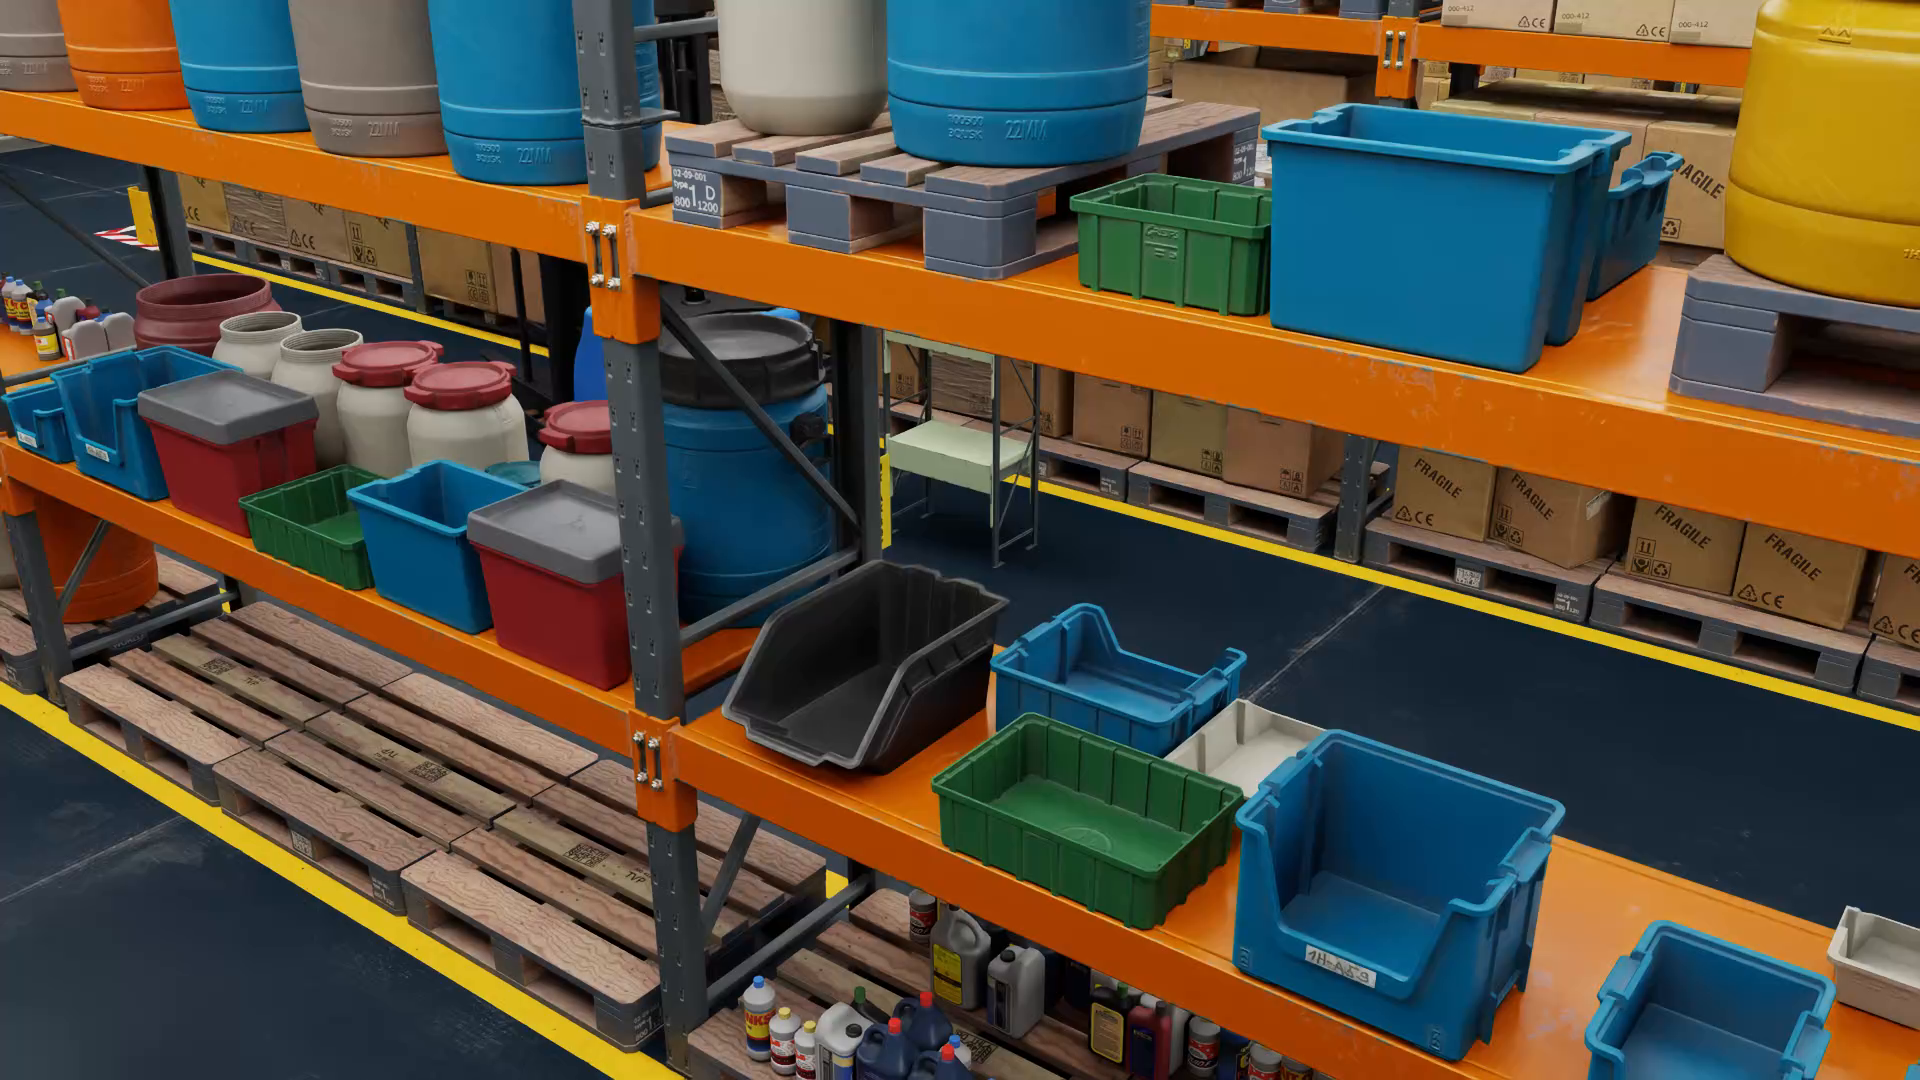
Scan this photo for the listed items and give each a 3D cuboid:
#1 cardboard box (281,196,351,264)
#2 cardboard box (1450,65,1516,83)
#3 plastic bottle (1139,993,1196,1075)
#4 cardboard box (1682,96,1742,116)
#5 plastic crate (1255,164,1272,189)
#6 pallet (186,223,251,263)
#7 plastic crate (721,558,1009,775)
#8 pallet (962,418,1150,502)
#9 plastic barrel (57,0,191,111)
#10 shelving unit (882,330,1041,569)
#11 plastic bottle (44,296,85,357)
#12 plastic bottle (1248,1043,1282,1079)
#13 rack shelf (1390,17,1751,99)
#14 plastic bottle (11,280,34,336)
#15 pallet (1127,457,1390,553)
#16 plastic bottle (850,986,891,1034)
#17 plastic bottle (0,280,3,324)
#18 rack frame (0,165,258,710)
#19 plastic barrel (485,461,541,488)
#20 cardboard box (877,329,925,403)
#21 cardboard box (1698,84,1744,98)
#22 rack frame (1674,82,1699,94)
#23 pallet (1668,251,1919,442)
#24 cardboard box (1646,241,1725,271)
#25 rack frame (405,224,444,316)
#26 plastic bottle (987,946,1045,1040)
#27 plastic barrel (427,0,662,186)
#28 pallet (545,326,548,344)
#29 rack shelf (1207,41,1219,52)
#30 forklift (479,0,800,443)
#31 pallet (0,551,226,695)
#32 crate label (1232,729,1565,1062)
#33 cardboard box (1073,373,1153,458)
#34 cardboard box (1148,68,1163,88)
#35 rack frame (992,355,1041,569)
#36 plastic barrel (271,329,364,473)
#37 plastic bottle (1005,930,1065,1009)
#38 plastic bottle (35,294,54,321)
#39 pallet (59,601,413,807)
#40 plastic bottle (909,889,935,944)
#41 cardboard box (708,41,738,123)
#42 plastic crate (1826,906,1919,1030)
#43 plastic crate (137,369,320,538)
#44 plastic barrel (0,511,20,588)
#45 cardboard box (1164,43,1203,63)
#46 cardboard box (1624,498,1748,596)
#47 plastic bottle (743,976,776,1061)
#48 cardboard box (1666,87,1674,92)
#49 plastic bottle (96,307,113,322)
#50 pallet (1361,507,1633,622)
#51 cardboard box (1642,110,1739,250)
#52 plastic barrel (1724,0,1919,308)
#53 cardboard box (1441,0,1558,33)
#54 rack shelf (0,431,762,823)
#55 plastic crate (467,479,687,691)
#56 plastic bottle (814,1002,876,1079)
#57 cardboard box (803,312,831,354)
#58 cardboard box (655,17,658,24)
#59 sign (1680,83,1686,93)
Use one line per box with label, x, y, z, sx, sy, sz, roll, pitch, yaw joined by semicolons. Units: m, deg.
cardboard box;-5.232;-2.971;14.388;0.875;0.875;0.875;17;29;33
cardboard box;4.208;-3.857;12.920;0.500;0.500;0.700;17;29;34
plastic bottle;0.627;1.457;5.055;0.135;0.276;0.152;17;29;34
cardboard box;3.695;-1.792;7.863;0.500;0.500;0.500;17;29;33
plastic crate;0.926;-0.810;3.975;0.396;0.136;0.243;17;29;33
pallet;-6.546;-2.871;15.505;1.213;0.211;1.003;17;29;33
plastic crate;-0.258;0.380;4.744;0.504;0.338;0.767;17;29;33
pallet;0.765;-0.620;10.396;1.213;0.211;1.003;17;29;33
plastic barrel;-2.751;-1.925;5.647;0.708;0.830;0.600;17;29;33
shelving unit;0.005;-0.685;8.944;0.755;1.500;0.431;17;29;33
plastic bottle;-4.324;-1.047;8.060;0.135;0.276;0.152;17;29;33
plastic bottle;0.903;1.561;4.913;0.097;0.201;0.097;0;24;0
rack shelf;3.970;-1.974;7.181;4.000;0.370;1.077;17;29;33
plastic bottle;-4.692;-1.170;8.345;0.097;0.271;0.097;0;24;0
pallet;1.746;-0.326;9.727;1.213;0.211;1.003;17;29;33
plastic bottle;-0.270;1.479;4.996;0.133;0.283;0.061;17;29;33
plastic bottle;-4.954;-1.249;8.525;0.097;0.271;0.097;0;24;0
rack frame;-3.802;-0.783;7.307;0.127;3.000;1.000;17;29;33
plastic barrel;-1.568;-0.122;5.978;0.301;0.262;0.301;0;24;0
cardboard box;-0.283;-1.283;10.996;0.500;0.500;0.700;15;28;31
cardboard box;5.700;-3.452;11.839;0.550;0.550;0.875;17;29;33
rack frame;5.425;-2.990;12.315;0.127;3.000;1.000;17;29;33
pallet;1.997;-0.366;2.875;1.213;0.211;1.003;17;29;33
cardboard box;3.532;-1.246;7.865;0.500;0.500;0.875;17;29;33
rack frame;-4.032;-3.348;13.129;0.127;3.000;1.000;17;29;33
plastic bottle;0.172;1.392;5.202;0.135;0.276;0.152;17;29;33
plastic barrel;-1.138;-1.471;4.526;0.708;0.901;0.600;17;29;33
pallet;-2.389;-1.615;12.654;1.213;0.211;1.003;17;29;33
rack shelf;3.512;-5.733;19.433;4.000;0.370;1.077;17;29;33
forklift;-2.212;-2.068;10.308;1.130;2.935;3.031;-17;29;-34
pallet;-4.457;0.316;8.271;1.213;0.211;1.003;17;29;33
crate label;0.965;0.777;3.721;0.616;0.435;0.502;17;29;33
cardboard box;1.073;-0.883;10.089;0.500;0.500;0.700;14;27;29
cardboard box;1.554;-4.005;14.411;0.250;0.149;0.380;17;29;34
rack frame;0.298;-0.596;8.743;0.023;1.500;0.400;17;29;33
plastic barrel;-2.513;-0.553;6.645;0.421;0.512;0.421;0;24;0
plastic bottle;0.241;1.304;5.309;0.185;0.351;0.144;15;28;31
plastic bottle;-4.437;-1.062;8.100;0.097;0.271;0.097;0;24;0
pallet;-3.205;0.693;7.416;1.213;0.211;1.003;17;29;33
plastic bottle;-0.124;1.251;5.616;0.097;0.201;0.097;0;24;0
cardboard box;-1.406;-3.068;11.125;0.637;0.503;0.797;18;29;35
plastic crate;2.077;0.952;3.696;0.250;0.136;0.298;17;29;33
plastic crate;-2.692;-0.323;6.183;0.583;0.464;0.402;17;29;33
plastic barrel;-4.709;-0.057;8.224;0.421;0.512;0.421;0;24;0
cardboard box;1.958;-4.352;14.829;0.250;0.149;0.380;18;30;36
cardboard box;3.673;-0.092;8.317;0.500;0.500;0.500;14;27;29
plastic bottle;-0.609;1.450;5.077;0.097;0.271;0.097;0;24;0
cardboard box;5.166;-3.249;12.781;0.500;0.500;0.500;17;29;34
plastic bottle;-4.030;-0.970;7.891;0.097;0.271;0.097;0;24;0
pallet;2.928;0.013;8.958;1.213;0.211;1.003;17;29;33
cardboard box;3.378;-1.621;7.476;0.500;0.500;0.500;17;29;33
plastic barrel;1.612;-0.734;2.722;0.600;0.588;0.600;0;24;0
cardboard box;2.576;-2.526;7.730;0.500;0.250;0.500;16;28;31
rack shelf;-2.201;0.030;6.354;4.000;0.370;1.077;17;29;33
plastic crate;-1.172;0.137;5.140;0.583;0.464;0.402;17;29;33
plastic bottle;-0.334;1.517;4.919;0.135;0.276;0.152;18;30;35
cardboard box;-1.371;-1.775;11.672;0.875;0.875;1.225;15;28;31
cardboard box;-3.155;-5.632;17.819;0.500;0.500;0.500;17;29;34
sign;5.108;-3.306;11.695;0.005;0.325;0.100;17;29;33
